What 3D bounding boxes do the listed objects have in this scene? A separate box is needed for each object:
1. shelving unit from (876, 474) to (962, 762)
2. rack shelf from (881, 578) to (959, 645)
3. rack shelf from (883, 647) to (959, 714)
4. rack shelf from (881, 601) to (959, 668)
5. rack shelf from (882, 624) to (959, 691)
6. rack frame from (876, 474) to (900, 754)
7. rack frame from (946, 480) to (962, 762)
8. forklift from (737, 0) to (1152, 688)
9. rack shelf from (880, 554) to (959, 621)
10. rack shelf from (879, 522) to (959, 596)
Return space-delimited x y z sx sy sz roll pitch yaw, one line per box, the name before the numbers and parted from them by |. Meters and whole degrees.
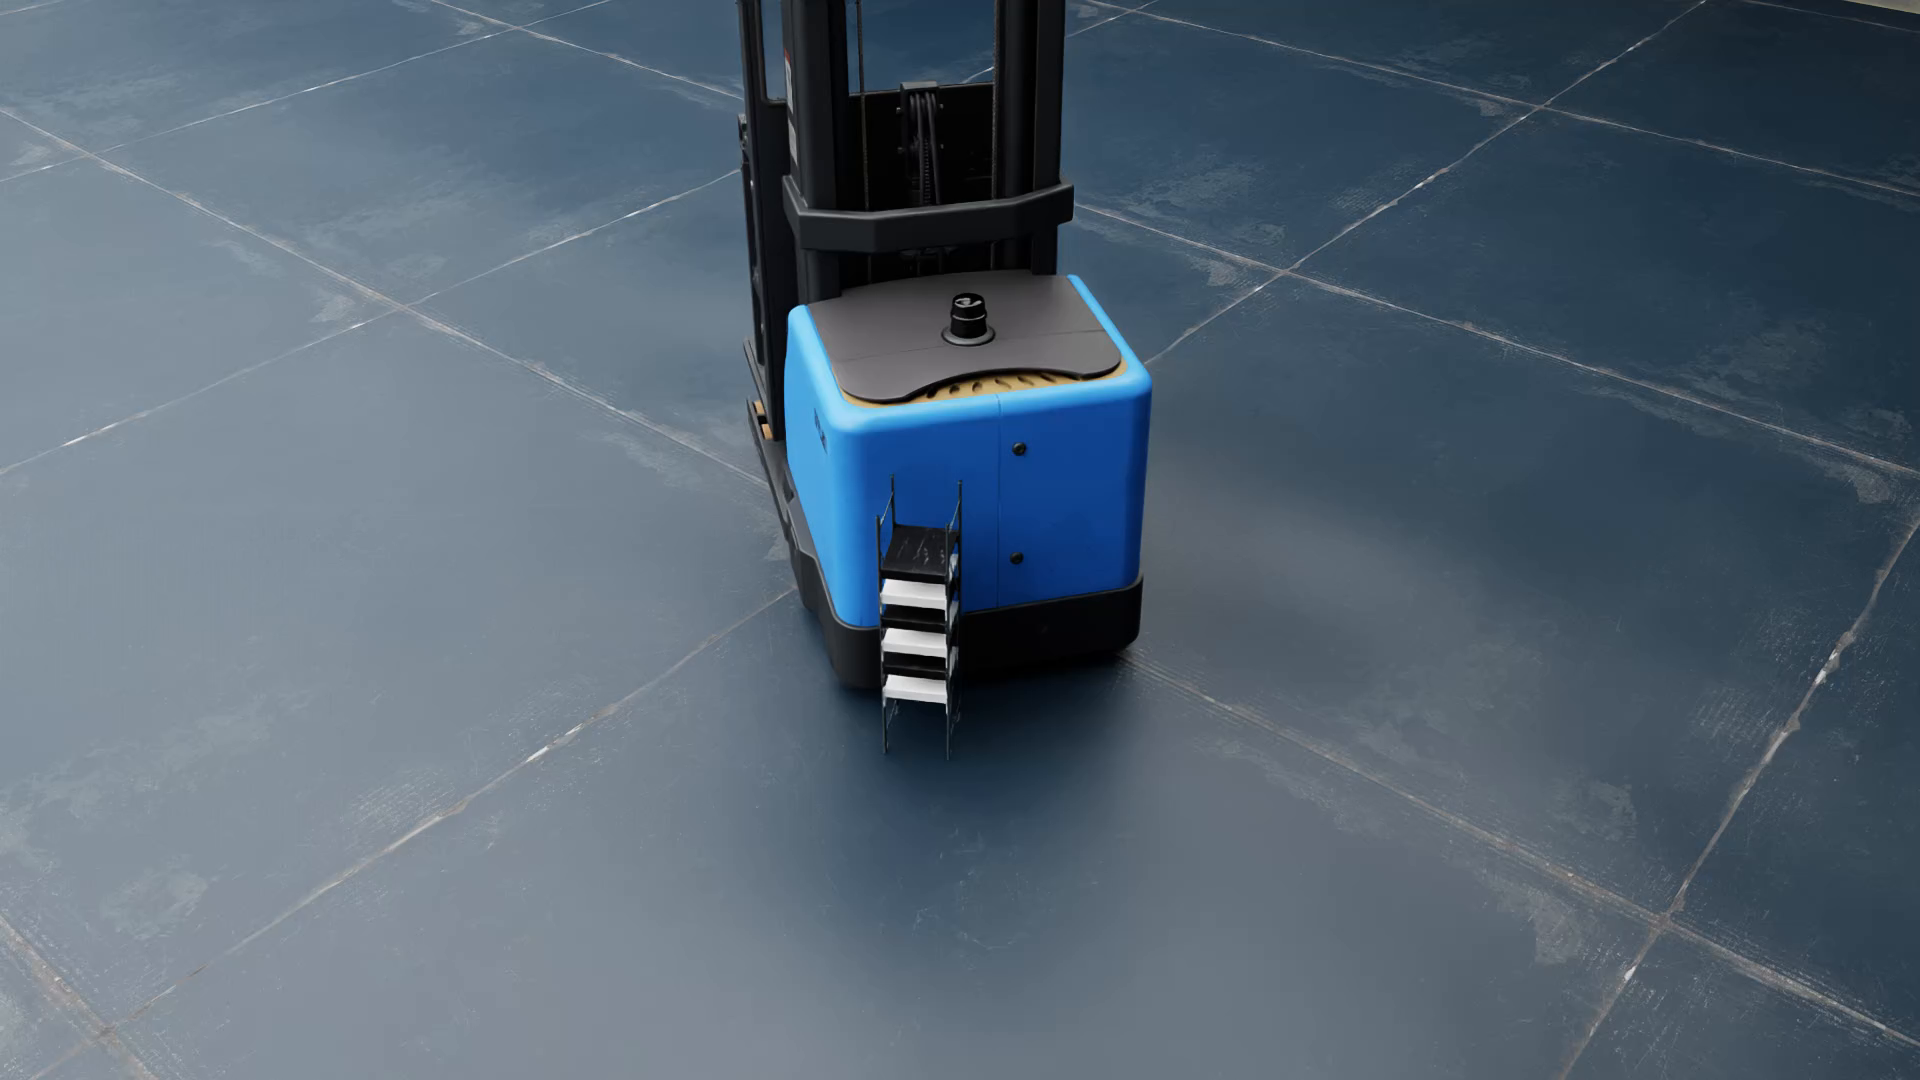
shelving unit | -0.118 0.250 5.091 0.210 0.900 0.258 5 35 8
rack shelf | -0.118 0.203 5.059 0.200 0.077 0.258 5 35 8
rack shelf | -0.118 0.426 5.212 0.200 0.077 0.258 5 35 8
rack shelf | -0.118 0.277 5.110 0.200 0.077 0.258 5 35 8
rack shelf | -0.118 0.352 5.161 0.200 0.077 0.258 5 35 8
rack frame | -0.218 0.241 5.105 0.006 0.900 0.240 5 35 8
rack frame | -0.017 0.259 5.077 0.006 0.900 0.240 5 35 8
forklift | -0.250 -1.557 5.928 1.130 2.935 3.031 -8 35 -12
rack shelf | -0.118 0.129 5.008 0.200 0.077 0.258 5 35 8
rack shelf | -0.118 0.055 4.957 0.200 0.077 0.258 5 35 8
